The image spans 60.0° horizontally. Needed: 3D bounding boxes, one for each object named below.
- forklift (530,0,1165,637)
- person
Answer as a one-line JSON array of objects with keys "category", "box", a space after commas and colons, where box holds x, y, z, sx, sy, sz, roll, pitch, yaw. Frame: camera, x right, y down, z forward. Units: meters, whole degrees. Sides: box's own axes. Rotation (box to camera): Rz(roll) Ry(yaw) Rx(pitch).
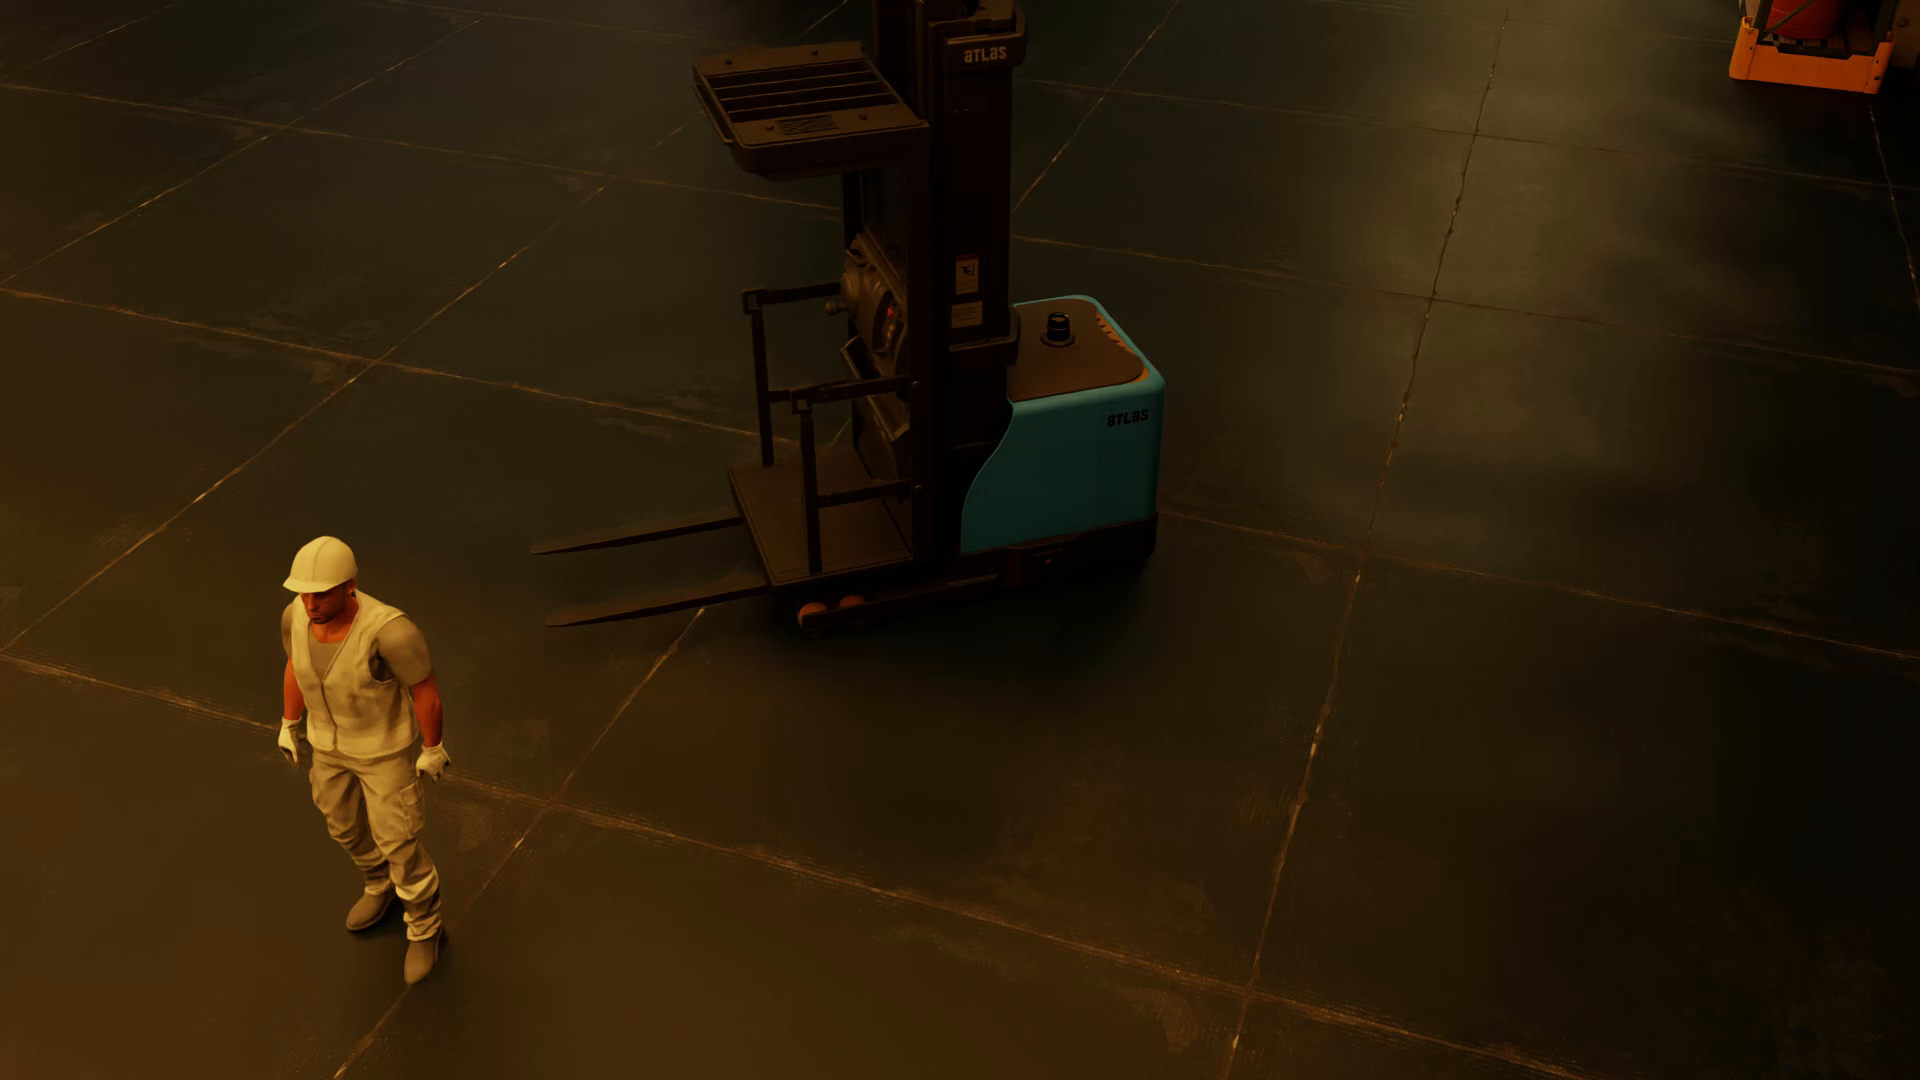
[{"category": "forklift", "box": [-0.584, -1.074, 7.625, 3.031, 2.935, 1.130, -11, 37, -15]}, {"category": "person", "box": [-2.202, 0.789, 6.022, 0.630, 1.814, 0.506, 11, 37, 15]}]
